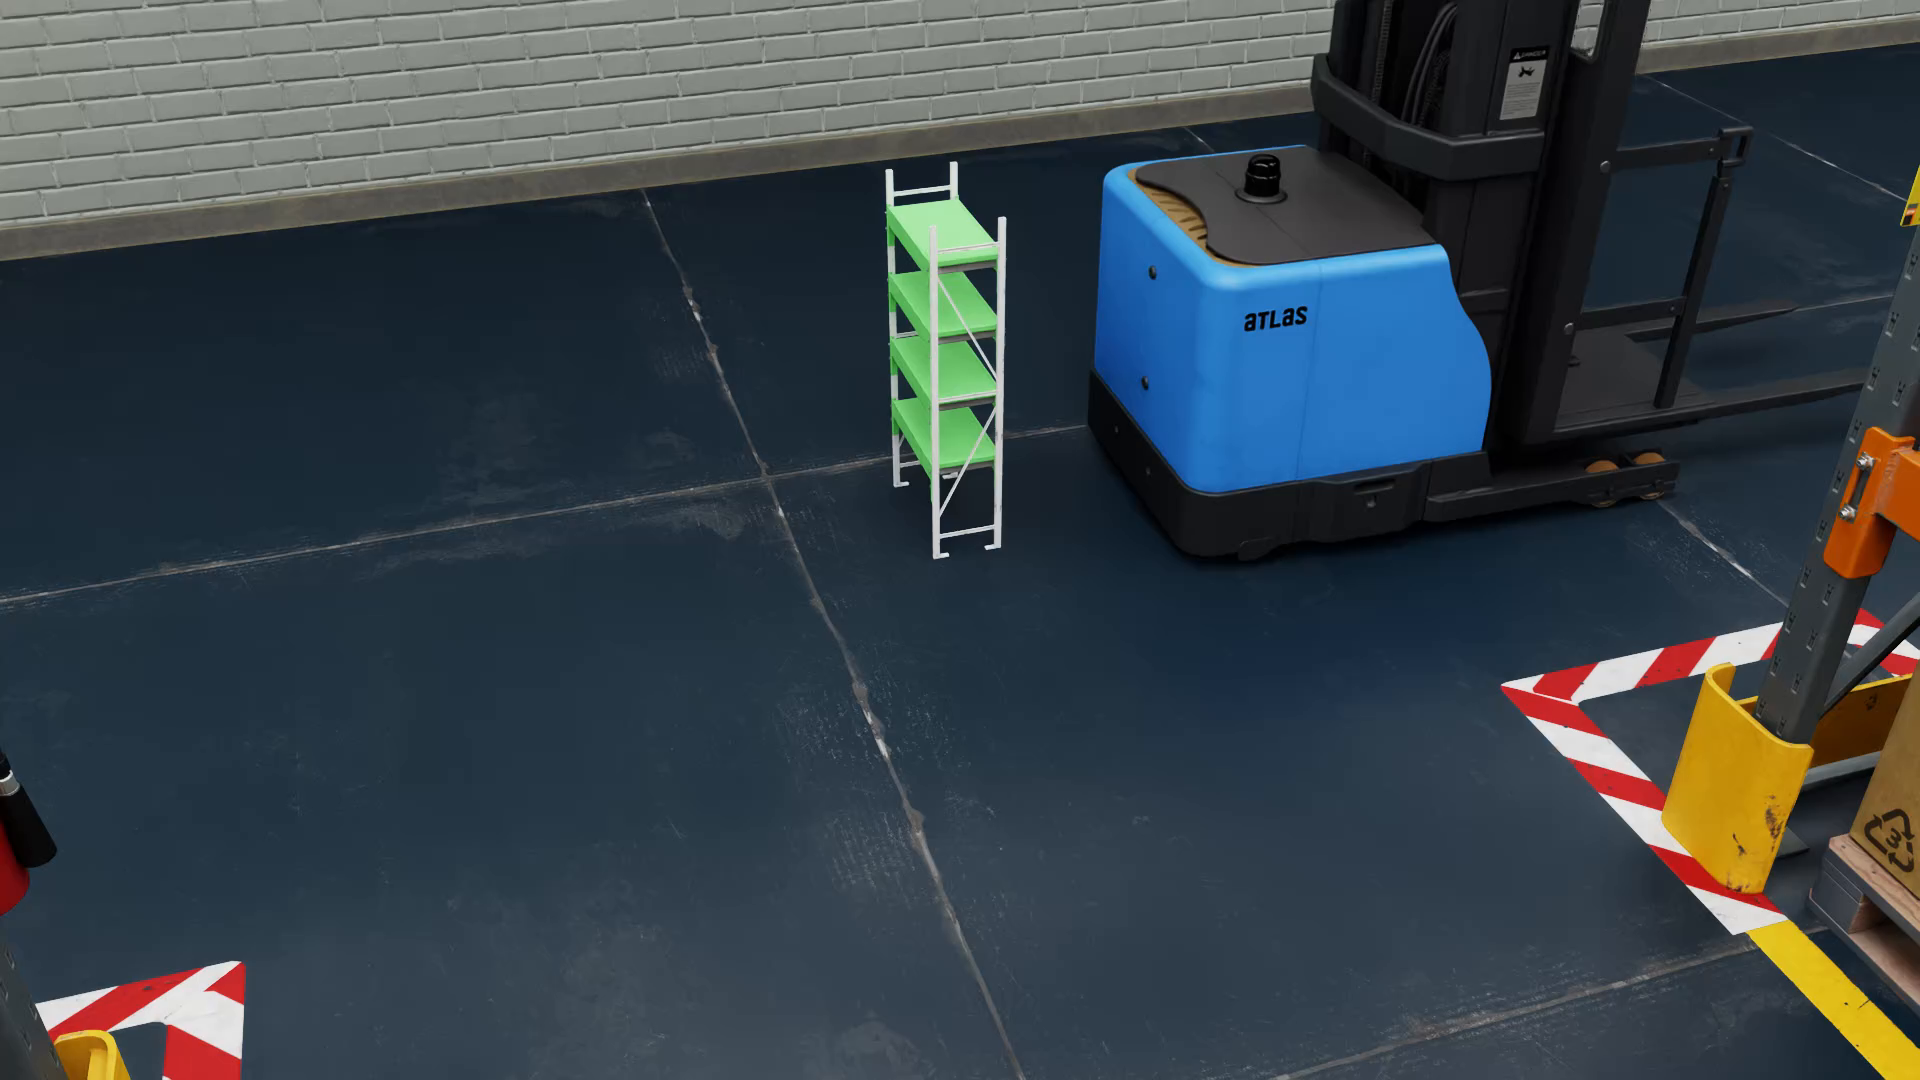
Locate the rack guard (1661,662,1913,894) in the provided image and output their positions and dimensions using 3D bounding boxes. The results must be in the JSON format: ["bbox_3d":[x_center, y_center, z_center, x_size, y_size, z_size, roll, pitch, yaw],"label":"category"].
[{"bbox_3d":[2.523,0.539,4.481,1.175,0.500,0.348,-10,35,-15],"label":"rack guard"}]

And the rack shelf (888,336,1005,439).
[{"bbox_3d":[-0.050,-0.534,5.586,0.258,0.148,0.480,-10,35,-15],"label":"rack shelf"}]

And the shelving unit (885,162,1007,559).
[{"bbox_3d":[-0.050,-0.587,5.551,0.258,1.200,0.503,-10,35,-15],"label":"shelving unit"}]

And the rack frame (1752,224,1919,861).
[{"bbox_3d":[2.530,-0.491,3.772,1.000,3.000,0.127,-10,35,-15],"label":"rack frame"}]

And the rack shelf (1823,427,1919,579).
[{"bbox_3d":[3.140,0.859,2.382,1.077,0.370,4.000,-10,35,-15],"label":"rack shelf"}]

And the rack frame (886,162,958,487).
[{"bbox_3d":[-0.125,-0.716,5.745,0.240,1.200,0.015,-10,35,-15],"label":"rack frame"}]

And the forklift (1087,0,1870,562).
[{"bbox_3d":[2.058,-1.607,5.524,3.031,2.935,1.130,-9,35,-14],"label":"forklift"}]

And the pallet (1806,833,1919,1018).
[{"bbox_3d":[2.849,1.079,3.926,1.003,0.211,1.213,-10,35,-15],"label":"pallet"}]

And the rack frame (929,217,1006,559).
[{"bbox_3d":[0.024,-0.459,5.357,0.240,1.200,0.015,-10,35,-15],"label":"rack frame"}]

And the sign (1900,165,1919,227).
[{"bbox_3d":[2.000,-0.795,3.375,0.100,0.325,0.005,-10,35,-15],"label":"sign"}]

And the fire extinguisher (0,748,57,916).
[{"bbox_3d":[-1.800,0.374,2.871,0.296,0.674,0.183,-10,35,-15],"label":"fire extinguisher"}]

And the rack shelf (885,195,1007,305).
[{"bbox_3d":[-0.050,-0.935,5.321,0.258,0.148,0.480,-10,35,-15],"label":"rack shelf"}]

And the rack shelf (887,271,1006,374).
[{"bbox_3d":[-0.050,-0.734,5.454,0.258,0.148,0.480,-10,35,-15],"label":"rack shelf"}]

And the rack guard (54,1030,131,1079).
[{"bbox_3d":[-2.206,1.374,3.217,1.175,0.500,0.348,-10,35,-15],"label":"rack guard"}]

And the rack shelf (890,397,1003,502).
[{"bbox_3d":[-0.050,-0.334,5.718,0.258,0.148,0.480,-10,35,-15],"label":"rack shelf"}]

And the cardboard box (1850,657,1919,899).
[{"bbox_3d":[2.802,0.543,3.754,0.875,0.875,0.875,-10,35,-15],"label":"cardboard box"}]
